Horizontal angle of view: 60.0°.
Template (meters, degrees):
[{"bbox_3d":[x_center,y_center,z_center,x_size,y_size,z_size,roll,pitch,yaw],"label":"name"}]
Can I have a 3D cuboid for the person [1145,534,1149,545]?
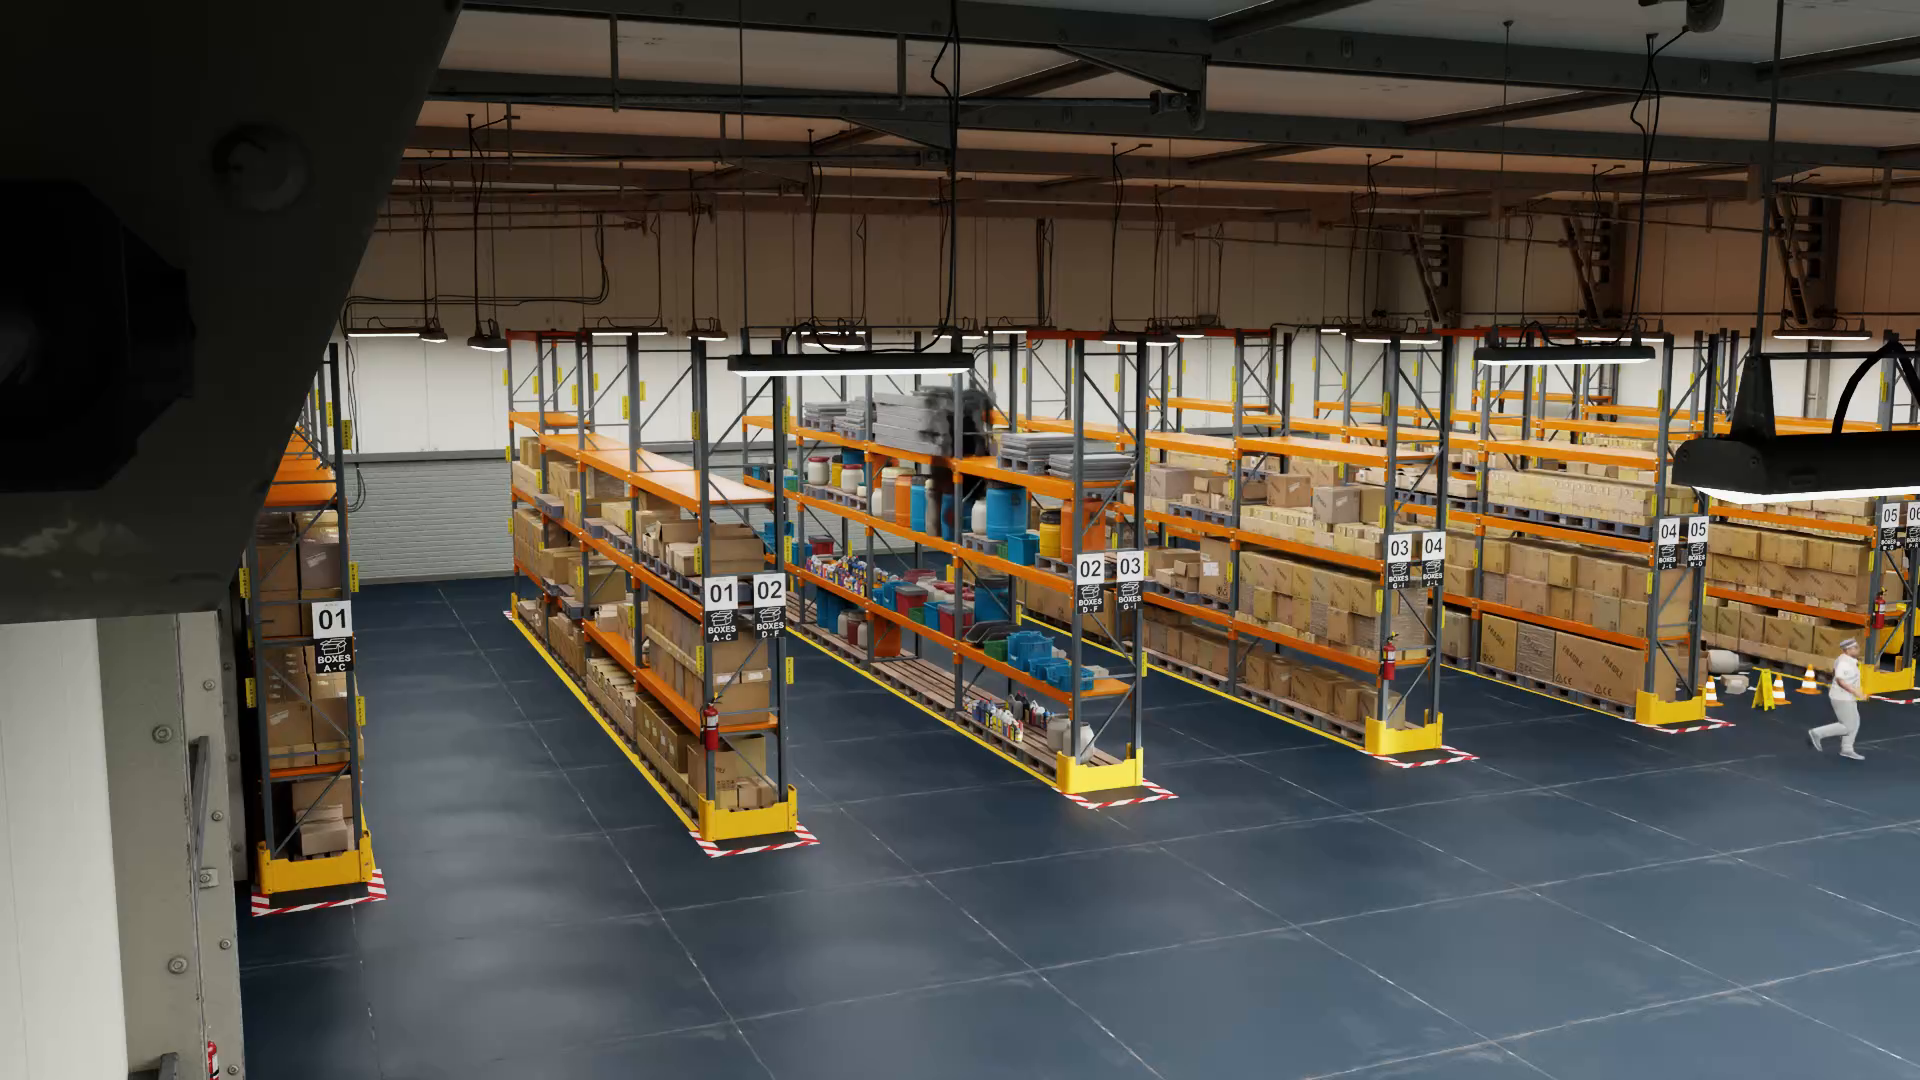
[{"bbox_3d":[3.853,0.703,35.337,0.579,1.721,0.649,-4,9,-29],"label":"person"}]

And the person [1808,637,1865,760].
[{"bbox_3d":[12.564,2.256,23.741,0.749,1.775,0.346,4,9,25],"label":"person"}]

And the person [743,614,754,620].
[{"bbox_3d":[-3.877,1.455,29.571,0.683,1.734,0.592,-5,9,-35],"label":"person"}]
